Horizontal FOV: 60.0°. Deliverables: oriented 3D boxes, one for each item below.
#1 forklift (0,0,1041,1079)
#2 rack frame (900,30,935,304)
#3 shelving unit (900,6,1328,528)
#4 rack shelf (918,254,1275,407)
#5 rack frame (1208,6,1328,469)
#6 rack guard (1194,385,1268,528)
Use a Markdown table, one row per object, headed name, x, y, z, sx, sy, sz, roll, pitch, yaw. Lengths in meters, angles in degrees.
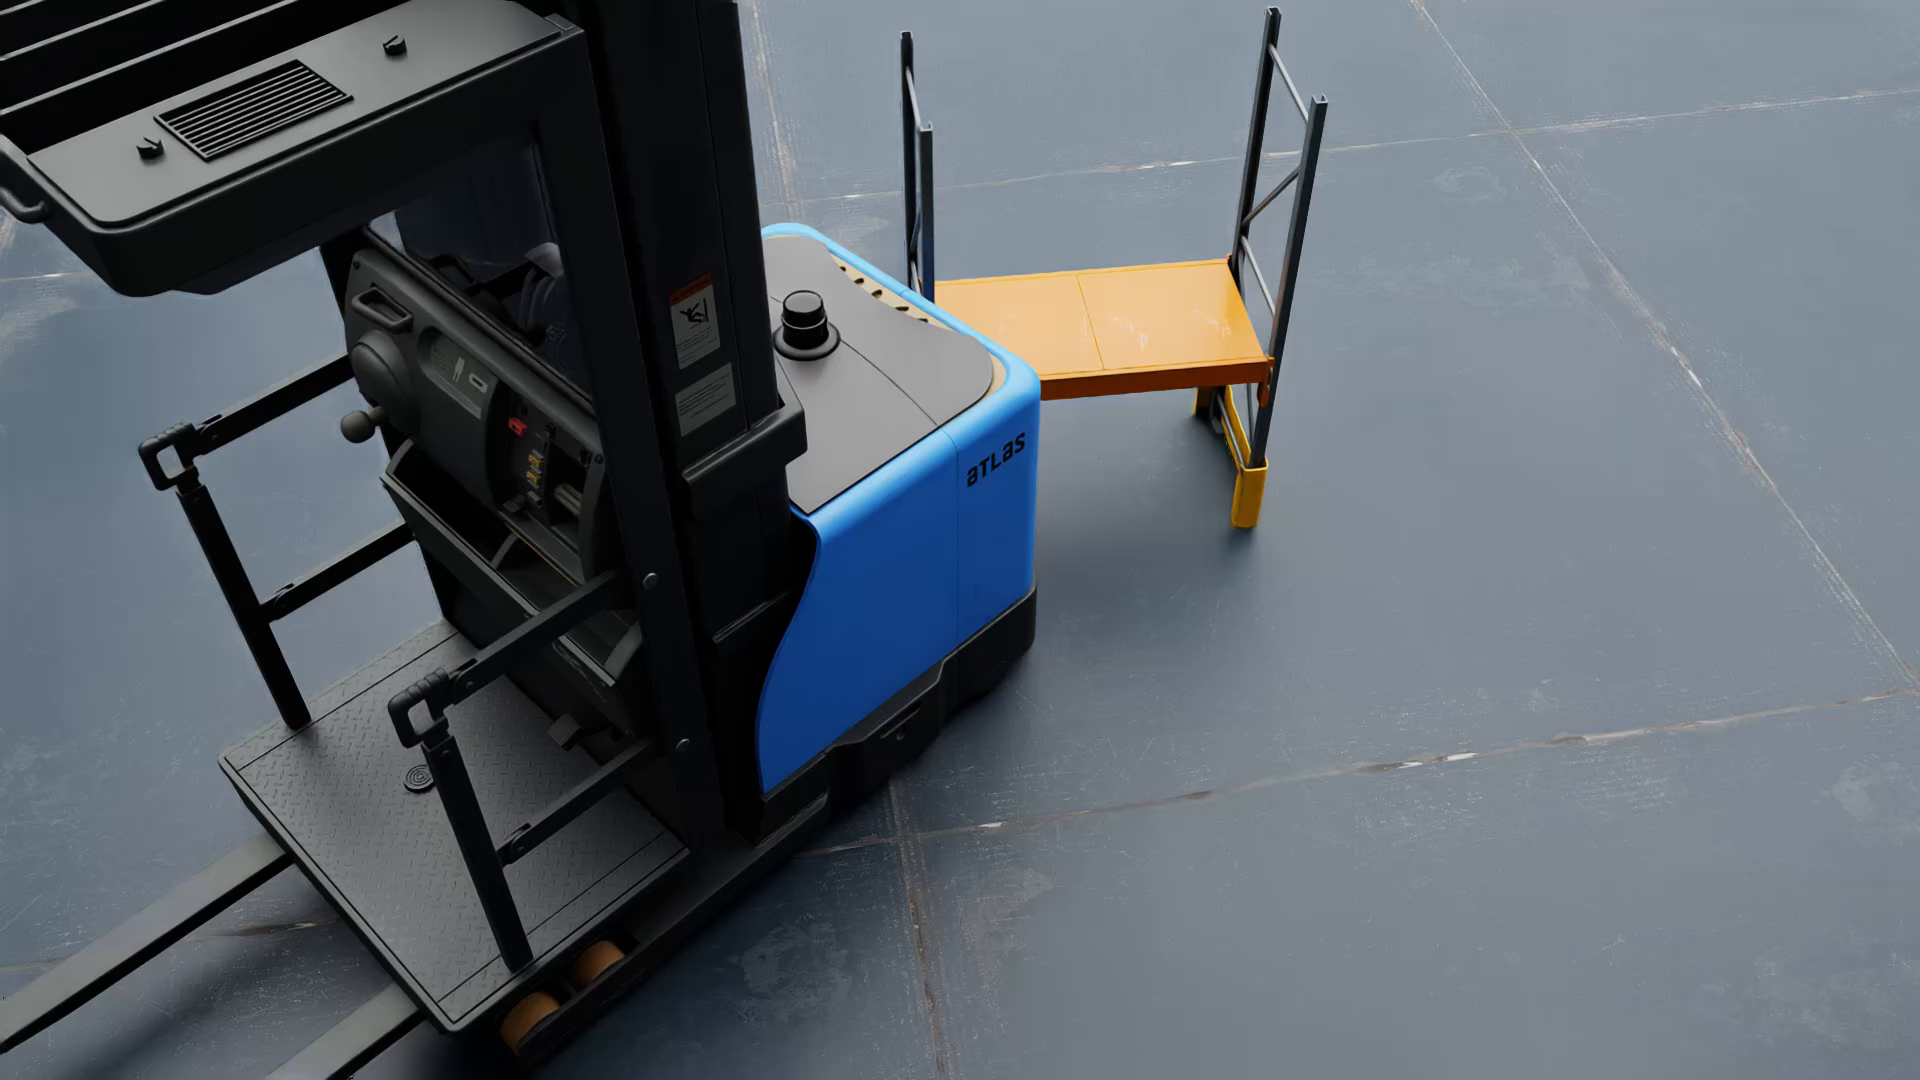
| name | x | y | z | sx | sy | sz | roll | pitch | yaw |
| --- | --- | --- | --- | --- | --- | --- | --- | --- | --- |
| forklift | -1.176 | -0.186 | 3.394 | 1.130 | 2.935 | 3.031 | 36 | 56 | 29 |
| rack frame | -0.115 | -0.679 | 4.863 | 0.032 | 1.500 | 0.500 | -5 | 46 | -5 |
| shelving unit | 0.380 | -0.725 | 4.907 | 1.083 | 1.500 | 0.587 | -5 | 46 | -5 |
| rack shelf | 0.389 | -0.601 | 5.037 | 1.000 | 0.185 | 0.538 | -5 | 46 | -5 |
| rack frame | 0.893 | -0.773 | 4.953 | 0.032 | 1.500 | 0.500 | -5 | 46 | -5 |
| rack guard | 0.874 | -0.337 | 5.401 | 0.087 | 0.250 | 0.587 | -5 | 46 | -5 |
